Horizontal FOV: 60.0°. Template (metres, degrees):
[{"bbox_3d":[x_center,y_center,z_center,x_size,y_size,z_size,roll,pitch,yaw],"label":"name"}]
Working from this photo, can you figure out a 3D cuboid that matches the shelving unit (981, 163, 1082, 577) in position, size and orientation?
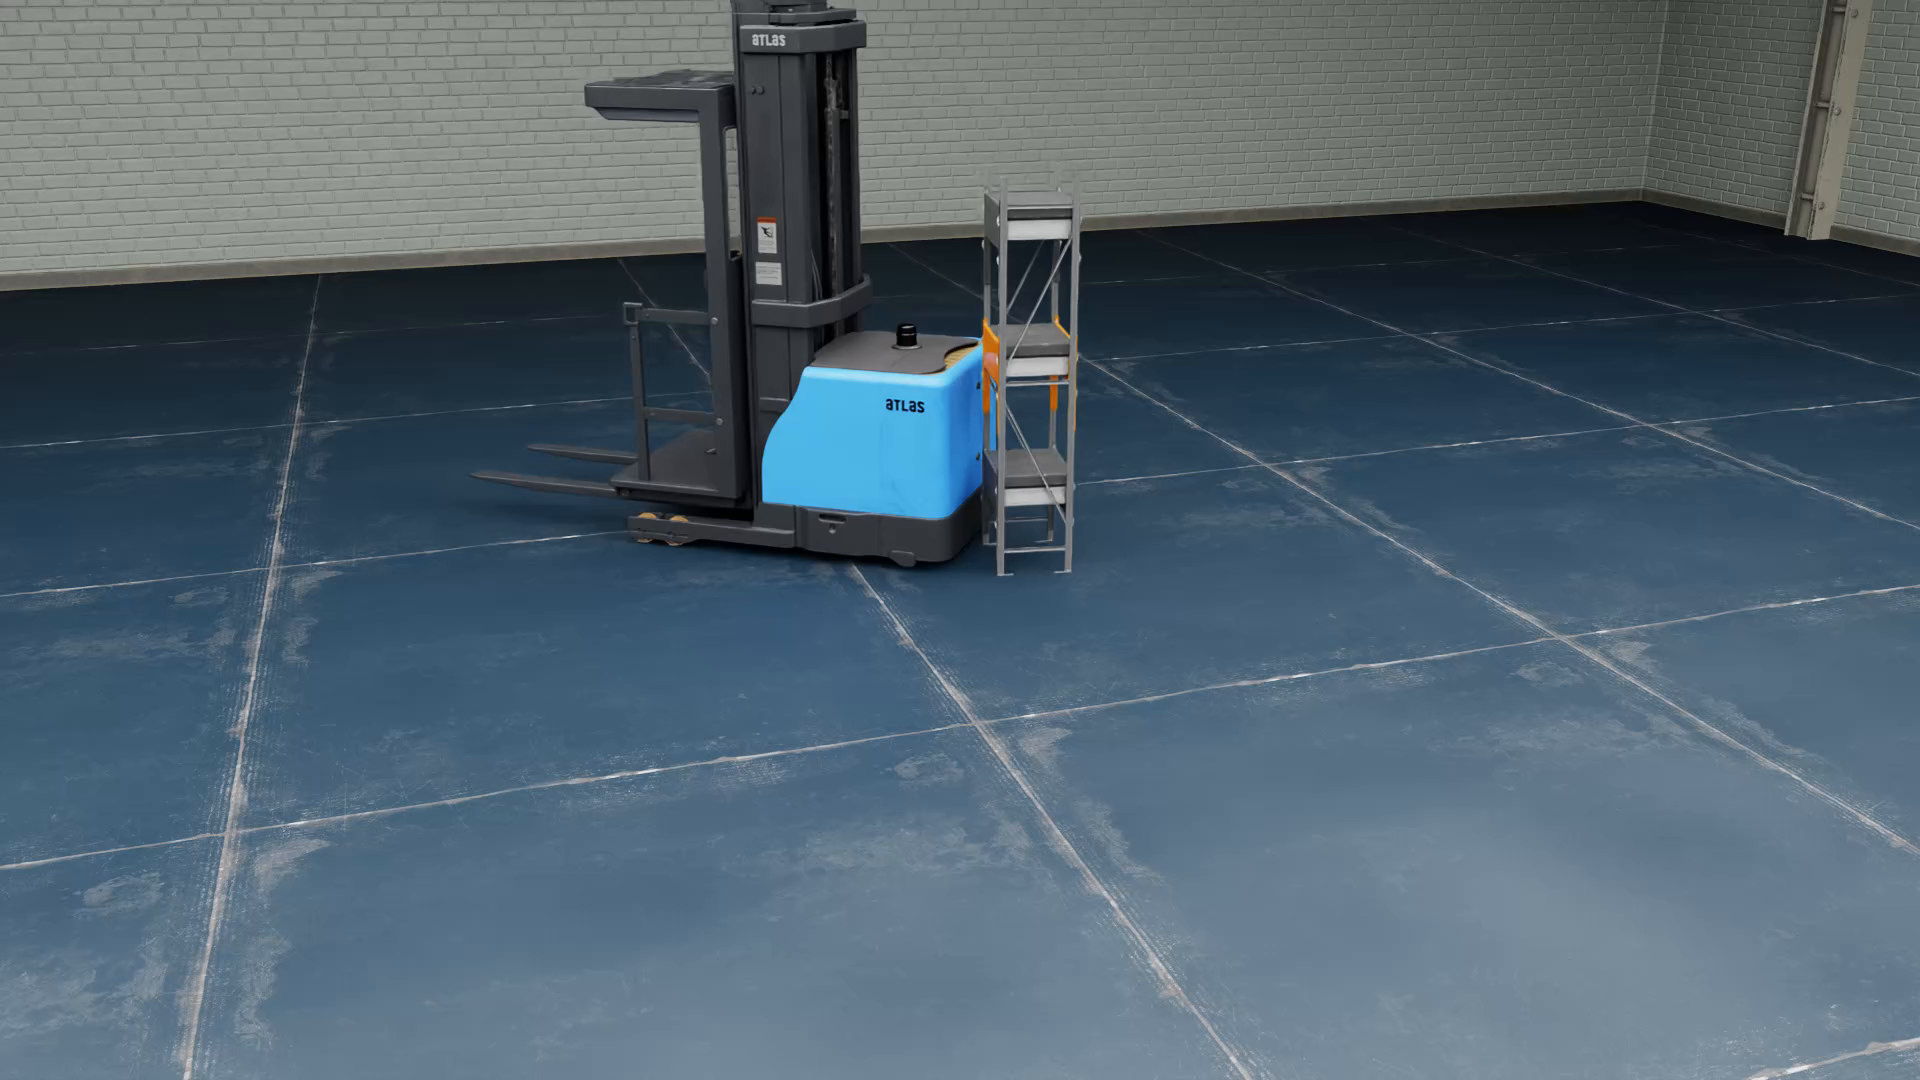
[{"bbox_3d":[0.362,-0.882,8.767,0.431,2.100,0.503,-3,20,-8],"label":"shelving unit"}]

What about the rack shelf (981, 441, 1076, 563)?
[{"bbox_3d":[0.362,-0.211,9.008,0.431,0.518,0.480,-3,20,-8],"label":"rack shelf"}]

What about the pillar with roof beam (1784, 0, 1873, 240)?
[{"bbox_3d":[5.666,-7.271,16.348,9.100,9.000,0.400,-6,21,-17],"label":"pillar with roof beam"}]

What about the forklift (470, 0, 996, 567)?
[{"bbox_3d":[-1.355,-1.506,9.273,3.031,2.935,1.130,6,21,16],"label":"forklift"}]

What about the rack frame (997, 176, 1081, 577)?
[{"bbox_3d":[0.398,-0.801,8.540,0.400,2.100,0.015,-3,20,-8],"label":"rack frame"}]

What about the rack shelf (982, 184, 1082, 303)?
[{"bbox_3d":[0.362,-1.528,8.535,0.431,0.518,0.480,-3,20,-8],"label":"rack shelf"}]

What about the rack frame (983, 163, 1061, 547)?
[{"bbox_3d":[0.326,-0.964,8.994,0.400,2.100,0.015,-3,20,-8],"label":"rack frame"}]

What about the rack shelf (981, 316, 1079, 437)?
[{"bbox_3d":[0.362,-0.870,8.772,0.431,0.518,0.480,-3,20,-8],"label":"rack shelf"}]
